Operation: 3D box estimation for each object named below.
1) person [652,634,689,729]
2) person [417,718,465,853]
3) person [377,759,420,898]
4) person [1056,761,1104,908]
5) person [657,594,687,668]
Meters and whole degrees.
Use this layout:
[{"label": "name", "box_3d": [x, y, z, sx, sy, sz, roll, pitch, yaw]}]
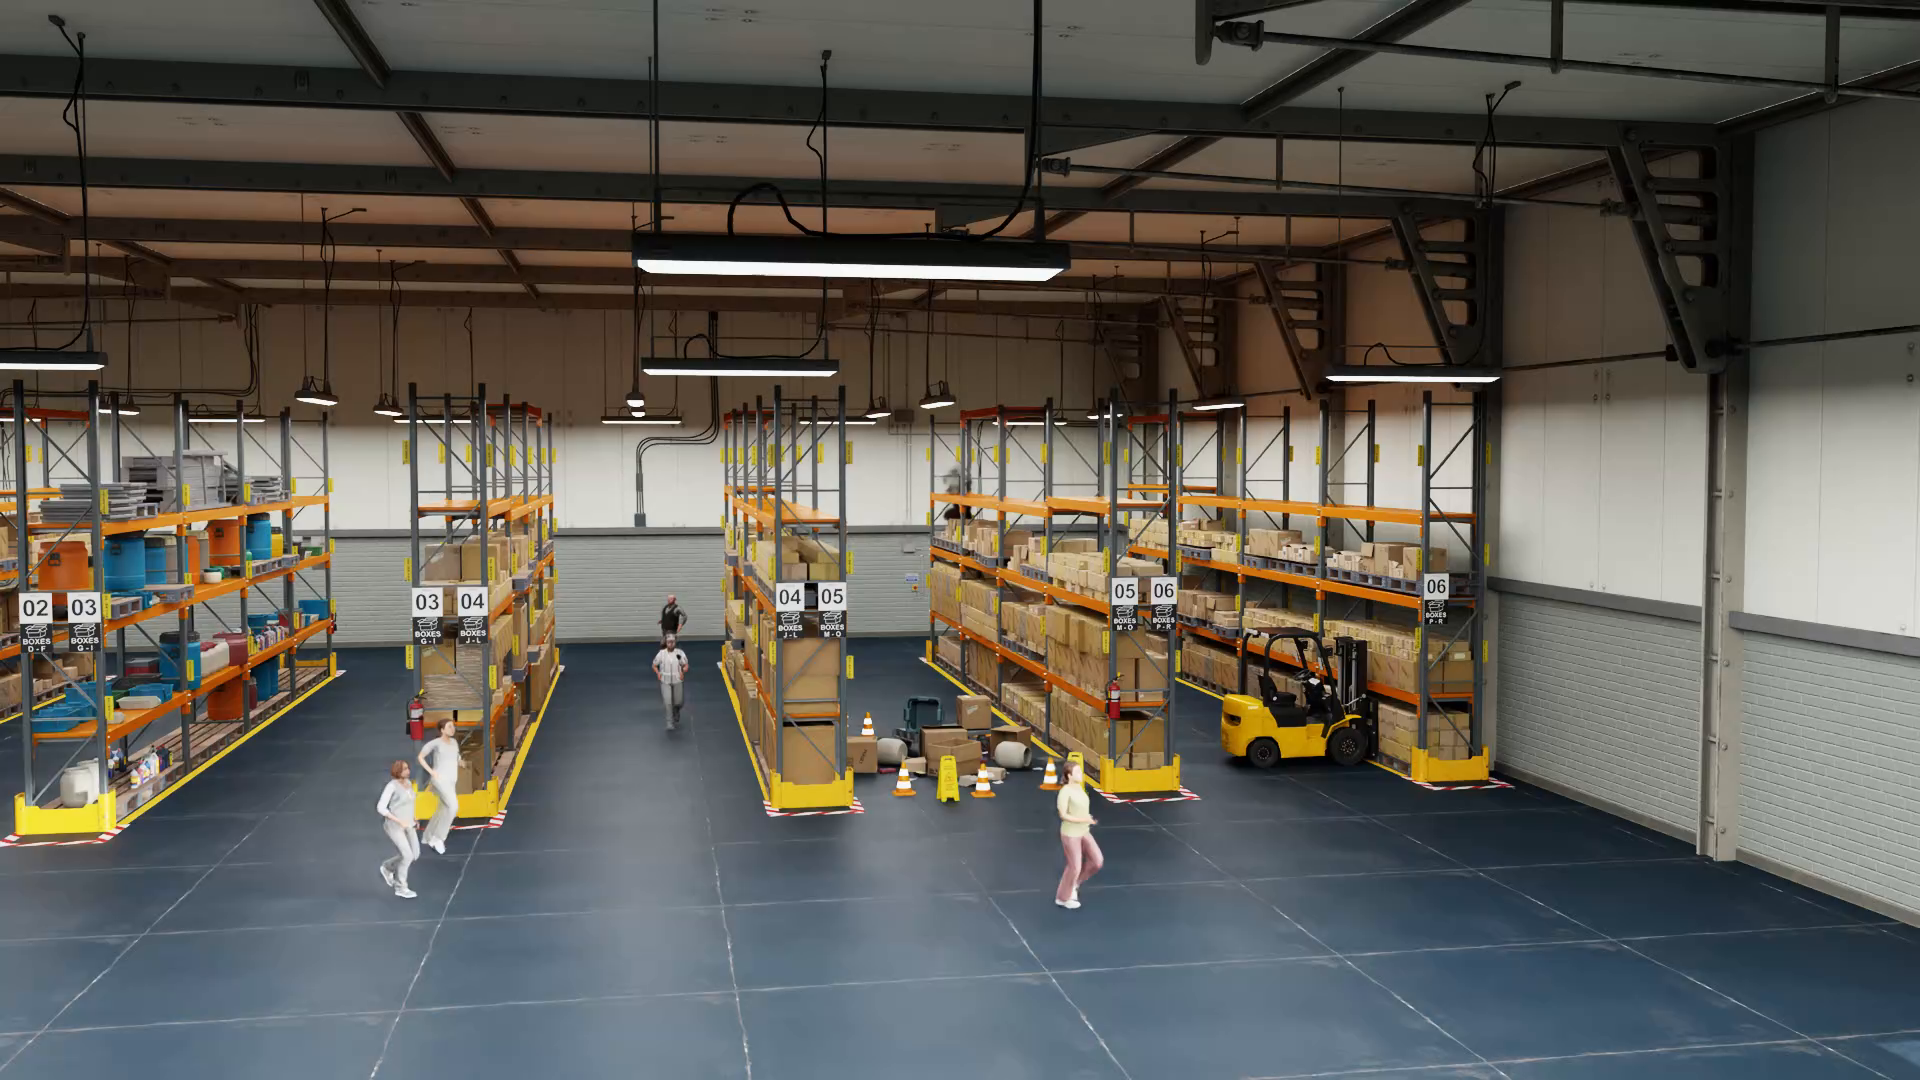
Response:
[{"label": "person", "box_3d": [-5.317, 2.583, 30.562, 0.664, 1.733, 0.654, -1, 3, -14]}, {"label": "person", "box_3d": [-6.566, 3.109, 21.173, 0.626, 1.692, 0.555, 1, 3, 21]}, {"label": "person", "box_3d": [-6.400, 3.266, 18.852, 0.543, 1.567, 0.559, 1, 3, 18]}, {"label": "person", "box_3d": [1.301, 3.250, 18.329, 0.555, 1.633, 0.566, 2, 4, 36]}, {"label": "person", "box_3d": [-6.889, 2.155, 39.418, 0.731, 1.733, 0.845, 2, 4, 37]}]
